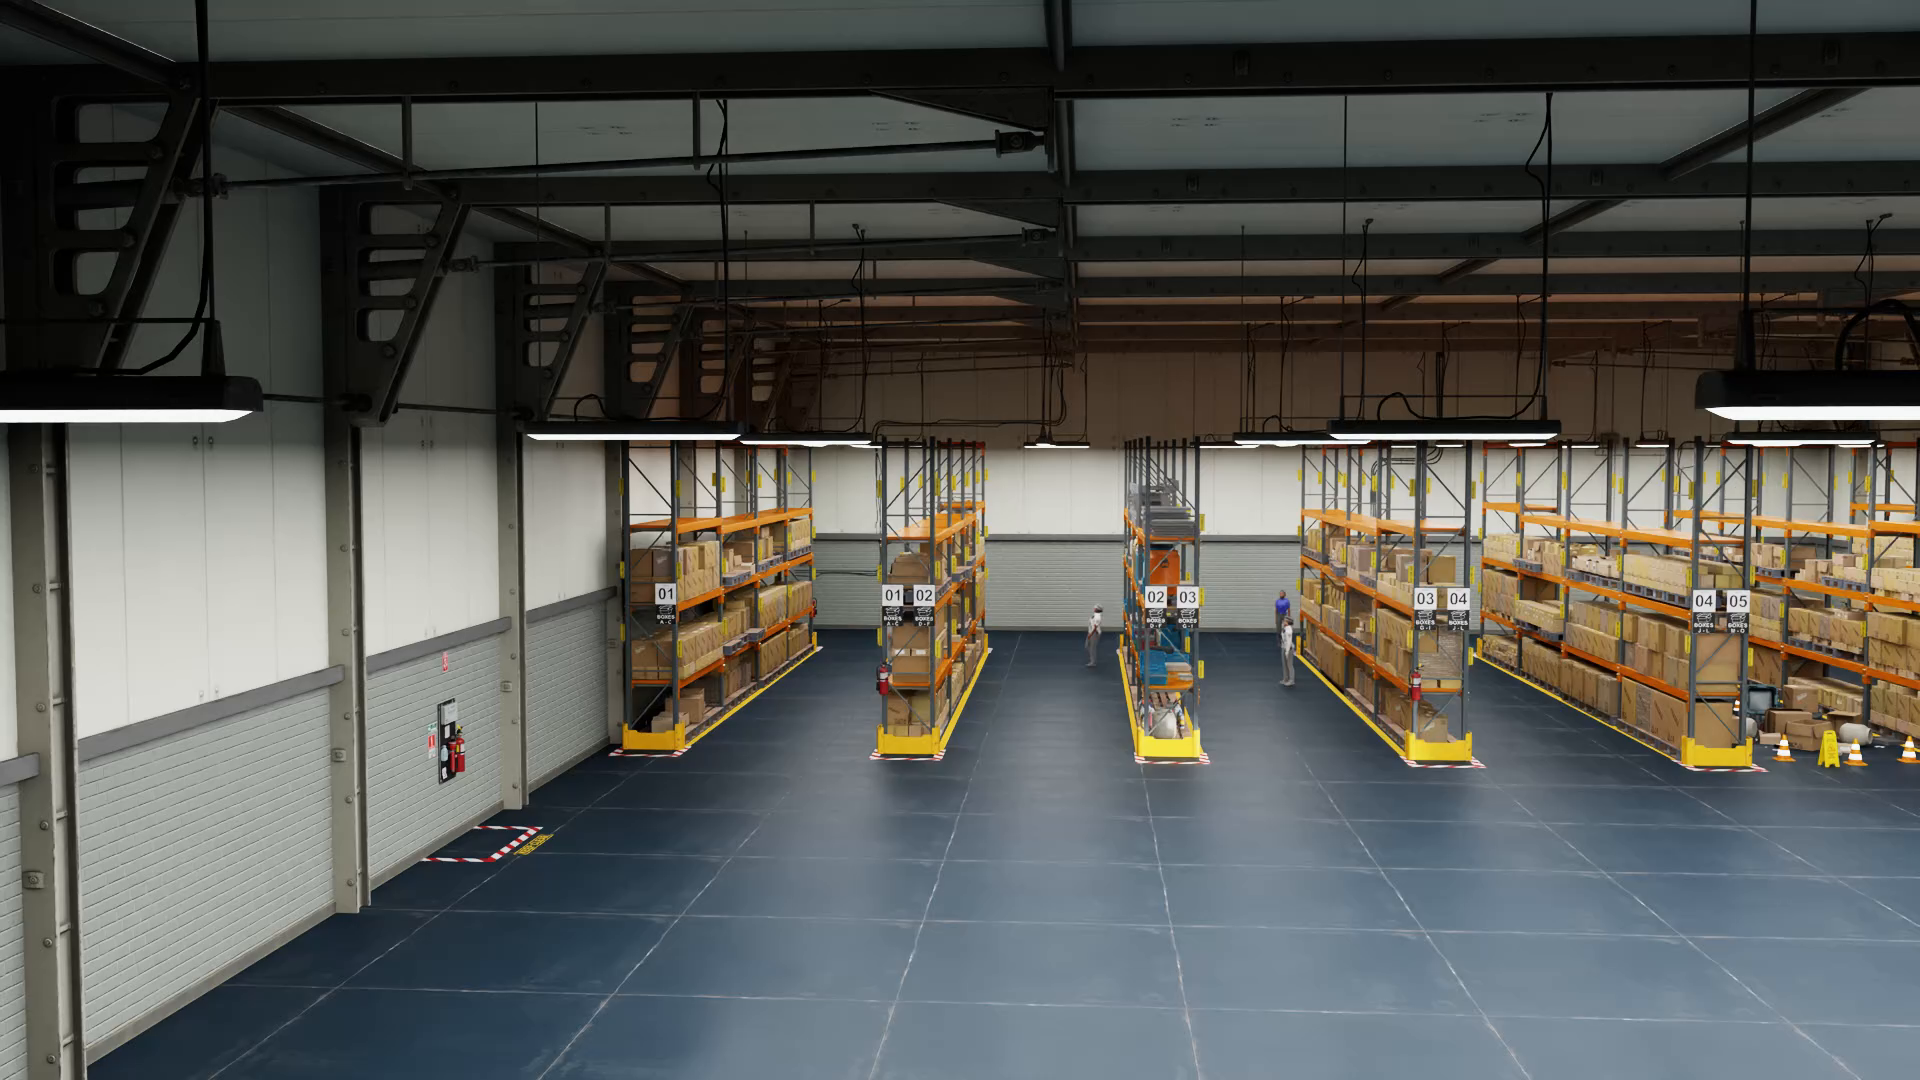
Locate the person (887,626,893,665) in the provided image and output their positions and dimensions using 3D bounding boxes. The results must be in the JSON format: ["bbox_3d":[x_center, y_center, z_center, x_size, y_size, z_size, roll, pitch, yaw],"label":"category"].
[{"bbox_3d":[-1.880,2.512,44.692,0.493,1.674,0.513,2,3,28],"label":"person"}]

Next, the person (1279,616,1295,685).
[{"bbox_3d":[8.006,2.691,40.725,0.375,1.699,0.524,-1,3,-13],"label":"person"}]

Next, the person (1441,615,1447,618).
[{"bbox_3d":[13.499,2.425,46.544,0.419,1.621,1.051,1,3,17],"label":"person"}]

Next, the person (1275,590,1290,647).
[{"bbox_3d":[9.468,2.300,48.638,0.522,1.666,0.373,1,3,20],"label":"person"}]

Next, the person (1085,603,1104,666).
[{"bbox_3d":[3.561,2.542,44.378,0.530,1.734,0.520,-1,3,-19],"label":"person"}]
